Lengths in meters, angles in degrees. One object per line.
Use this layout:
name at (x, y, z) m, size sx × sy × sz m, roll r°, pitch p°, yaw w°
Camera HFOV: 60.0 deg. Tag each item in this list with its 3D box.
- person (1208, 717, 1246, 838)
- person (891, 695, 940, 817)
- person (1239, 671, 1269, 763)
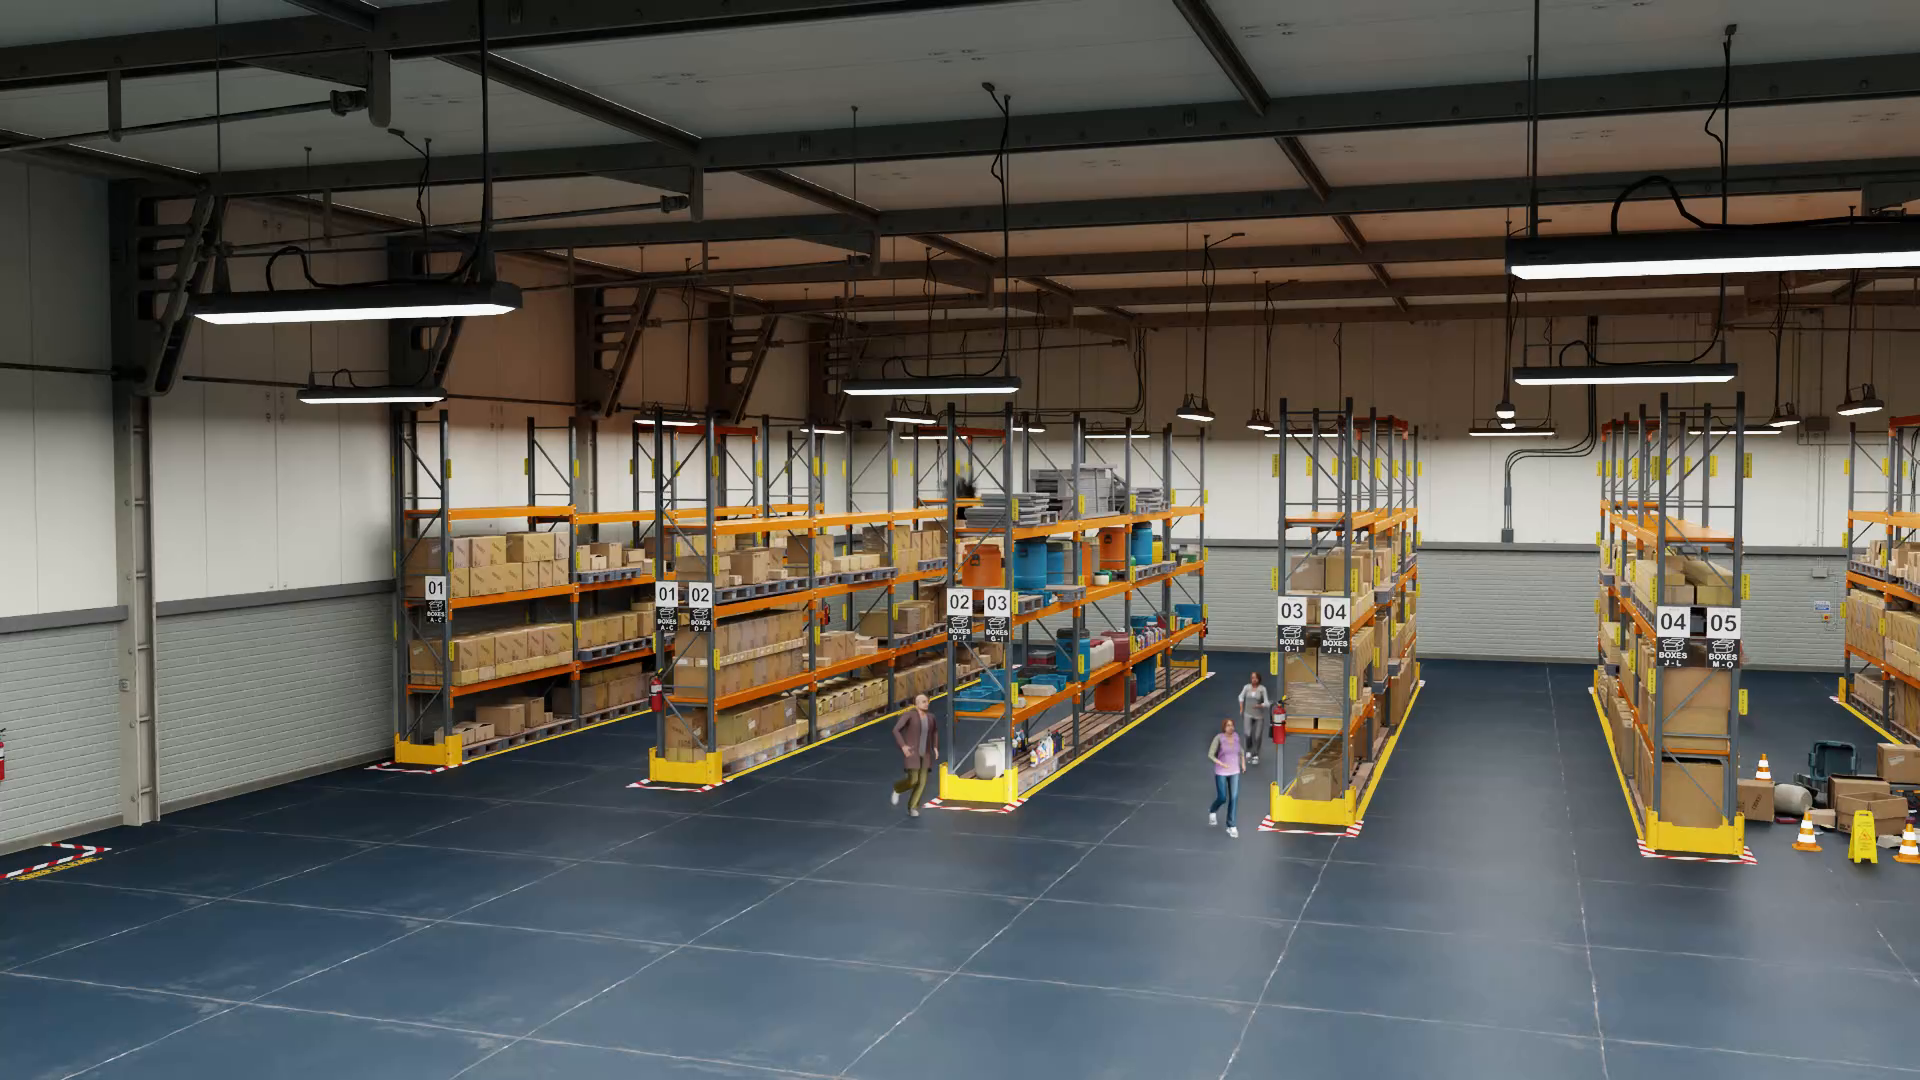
person at (3.667, 3.230, 22.886) m, size 0.566 × 1.606 × 0.745 m, roll -1°, pitch 3°, yaw -14°
person at (-0.594, 3.109, 24.161) m, size 0.761 × 1.703 × 0.757 m, roll -1°, pitch 3°, yaw -30°
person at (4.946, 2.998, 28.047) m, size 0.513 × 1.565 × 0.621 m, roll 1°, pitch 3°, yaw 13°
